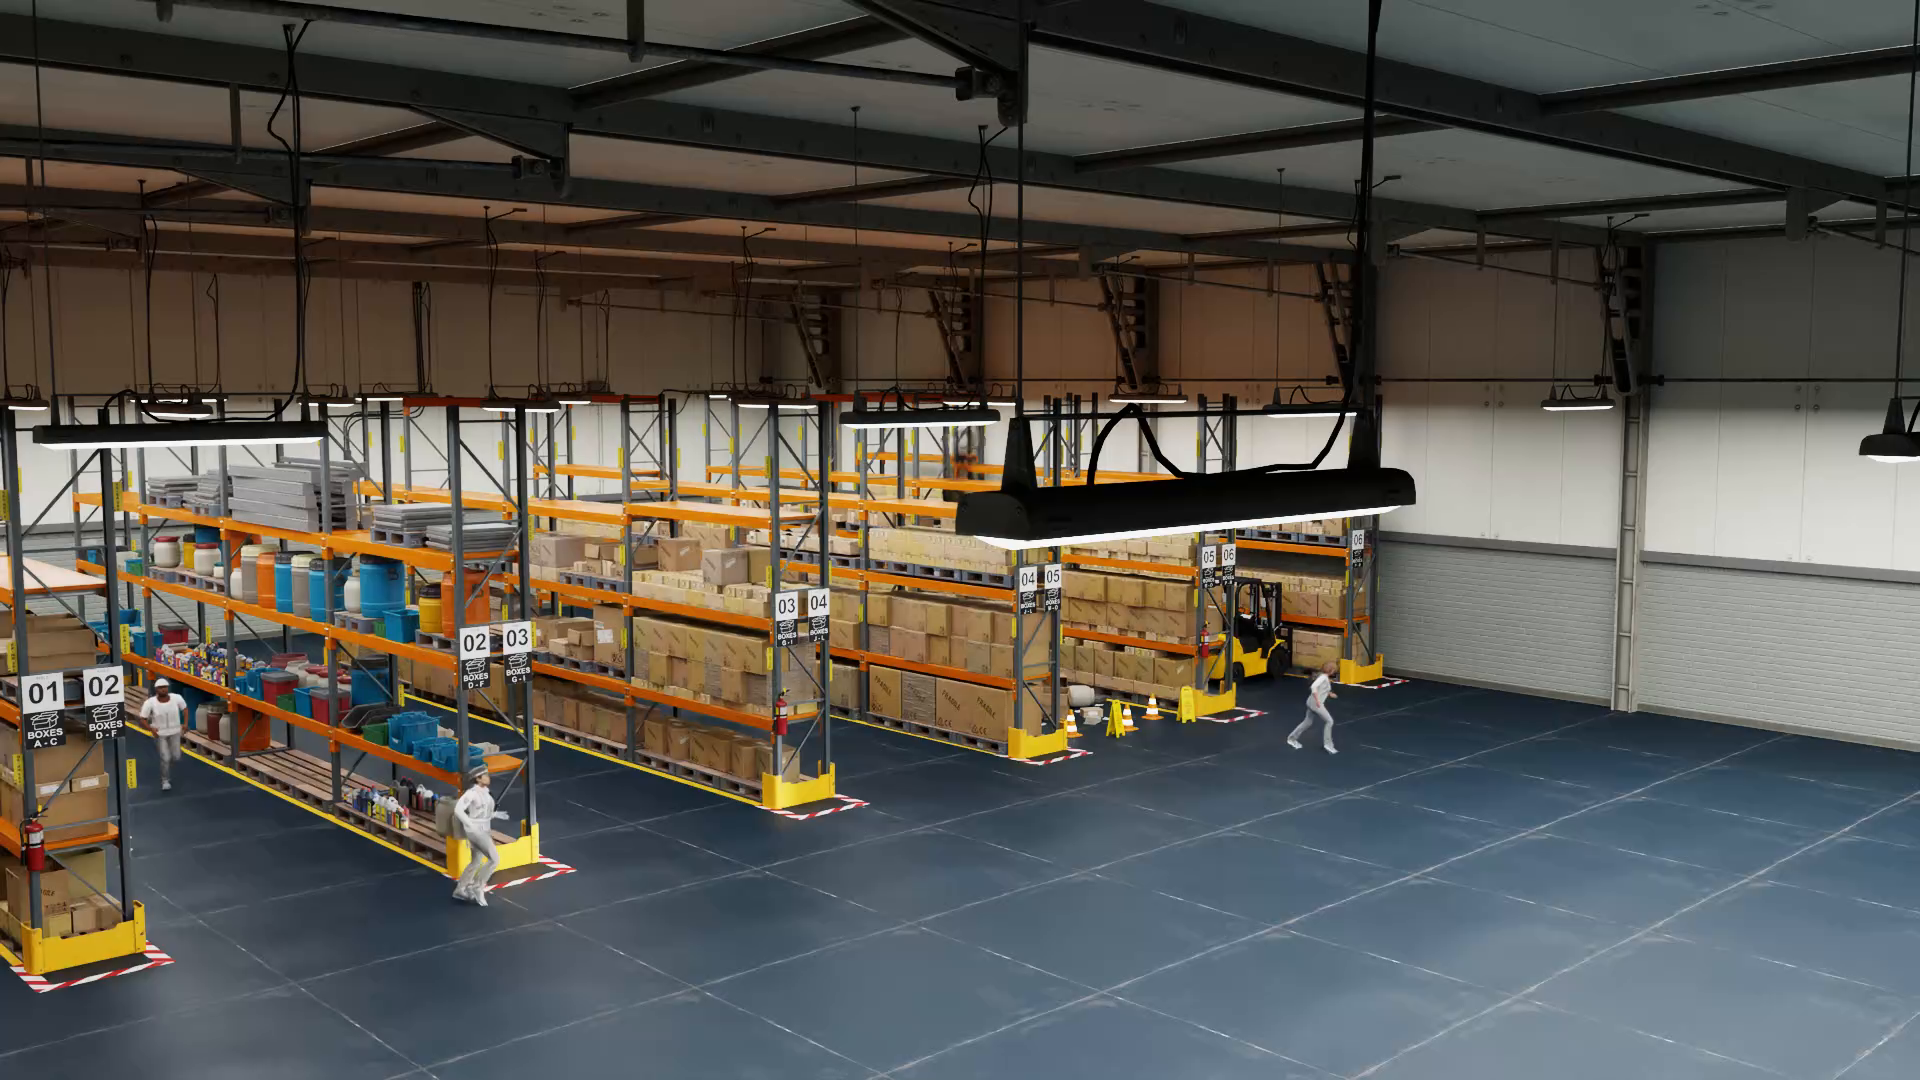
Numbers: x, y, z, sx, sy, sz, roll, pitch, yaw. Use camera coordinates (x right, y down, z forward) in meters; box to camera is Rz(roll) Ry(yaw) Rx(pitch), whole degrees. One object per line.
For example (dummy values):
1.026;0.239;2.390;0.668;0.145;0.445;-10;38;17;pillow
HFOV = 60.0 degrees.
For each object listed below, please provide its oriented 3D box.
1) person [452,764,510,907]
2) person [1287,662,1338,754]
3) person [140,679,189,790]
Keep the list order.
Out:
-5.818;3.565;20.189;0.655;1.697;0.599;0;6;-2;person
5.989;2.845;28.170;0.857;1.564;0.531;1;6;6;person
-12.302;2.989;25.761;0.713;1.730;0.661;-4;7;-37;person
